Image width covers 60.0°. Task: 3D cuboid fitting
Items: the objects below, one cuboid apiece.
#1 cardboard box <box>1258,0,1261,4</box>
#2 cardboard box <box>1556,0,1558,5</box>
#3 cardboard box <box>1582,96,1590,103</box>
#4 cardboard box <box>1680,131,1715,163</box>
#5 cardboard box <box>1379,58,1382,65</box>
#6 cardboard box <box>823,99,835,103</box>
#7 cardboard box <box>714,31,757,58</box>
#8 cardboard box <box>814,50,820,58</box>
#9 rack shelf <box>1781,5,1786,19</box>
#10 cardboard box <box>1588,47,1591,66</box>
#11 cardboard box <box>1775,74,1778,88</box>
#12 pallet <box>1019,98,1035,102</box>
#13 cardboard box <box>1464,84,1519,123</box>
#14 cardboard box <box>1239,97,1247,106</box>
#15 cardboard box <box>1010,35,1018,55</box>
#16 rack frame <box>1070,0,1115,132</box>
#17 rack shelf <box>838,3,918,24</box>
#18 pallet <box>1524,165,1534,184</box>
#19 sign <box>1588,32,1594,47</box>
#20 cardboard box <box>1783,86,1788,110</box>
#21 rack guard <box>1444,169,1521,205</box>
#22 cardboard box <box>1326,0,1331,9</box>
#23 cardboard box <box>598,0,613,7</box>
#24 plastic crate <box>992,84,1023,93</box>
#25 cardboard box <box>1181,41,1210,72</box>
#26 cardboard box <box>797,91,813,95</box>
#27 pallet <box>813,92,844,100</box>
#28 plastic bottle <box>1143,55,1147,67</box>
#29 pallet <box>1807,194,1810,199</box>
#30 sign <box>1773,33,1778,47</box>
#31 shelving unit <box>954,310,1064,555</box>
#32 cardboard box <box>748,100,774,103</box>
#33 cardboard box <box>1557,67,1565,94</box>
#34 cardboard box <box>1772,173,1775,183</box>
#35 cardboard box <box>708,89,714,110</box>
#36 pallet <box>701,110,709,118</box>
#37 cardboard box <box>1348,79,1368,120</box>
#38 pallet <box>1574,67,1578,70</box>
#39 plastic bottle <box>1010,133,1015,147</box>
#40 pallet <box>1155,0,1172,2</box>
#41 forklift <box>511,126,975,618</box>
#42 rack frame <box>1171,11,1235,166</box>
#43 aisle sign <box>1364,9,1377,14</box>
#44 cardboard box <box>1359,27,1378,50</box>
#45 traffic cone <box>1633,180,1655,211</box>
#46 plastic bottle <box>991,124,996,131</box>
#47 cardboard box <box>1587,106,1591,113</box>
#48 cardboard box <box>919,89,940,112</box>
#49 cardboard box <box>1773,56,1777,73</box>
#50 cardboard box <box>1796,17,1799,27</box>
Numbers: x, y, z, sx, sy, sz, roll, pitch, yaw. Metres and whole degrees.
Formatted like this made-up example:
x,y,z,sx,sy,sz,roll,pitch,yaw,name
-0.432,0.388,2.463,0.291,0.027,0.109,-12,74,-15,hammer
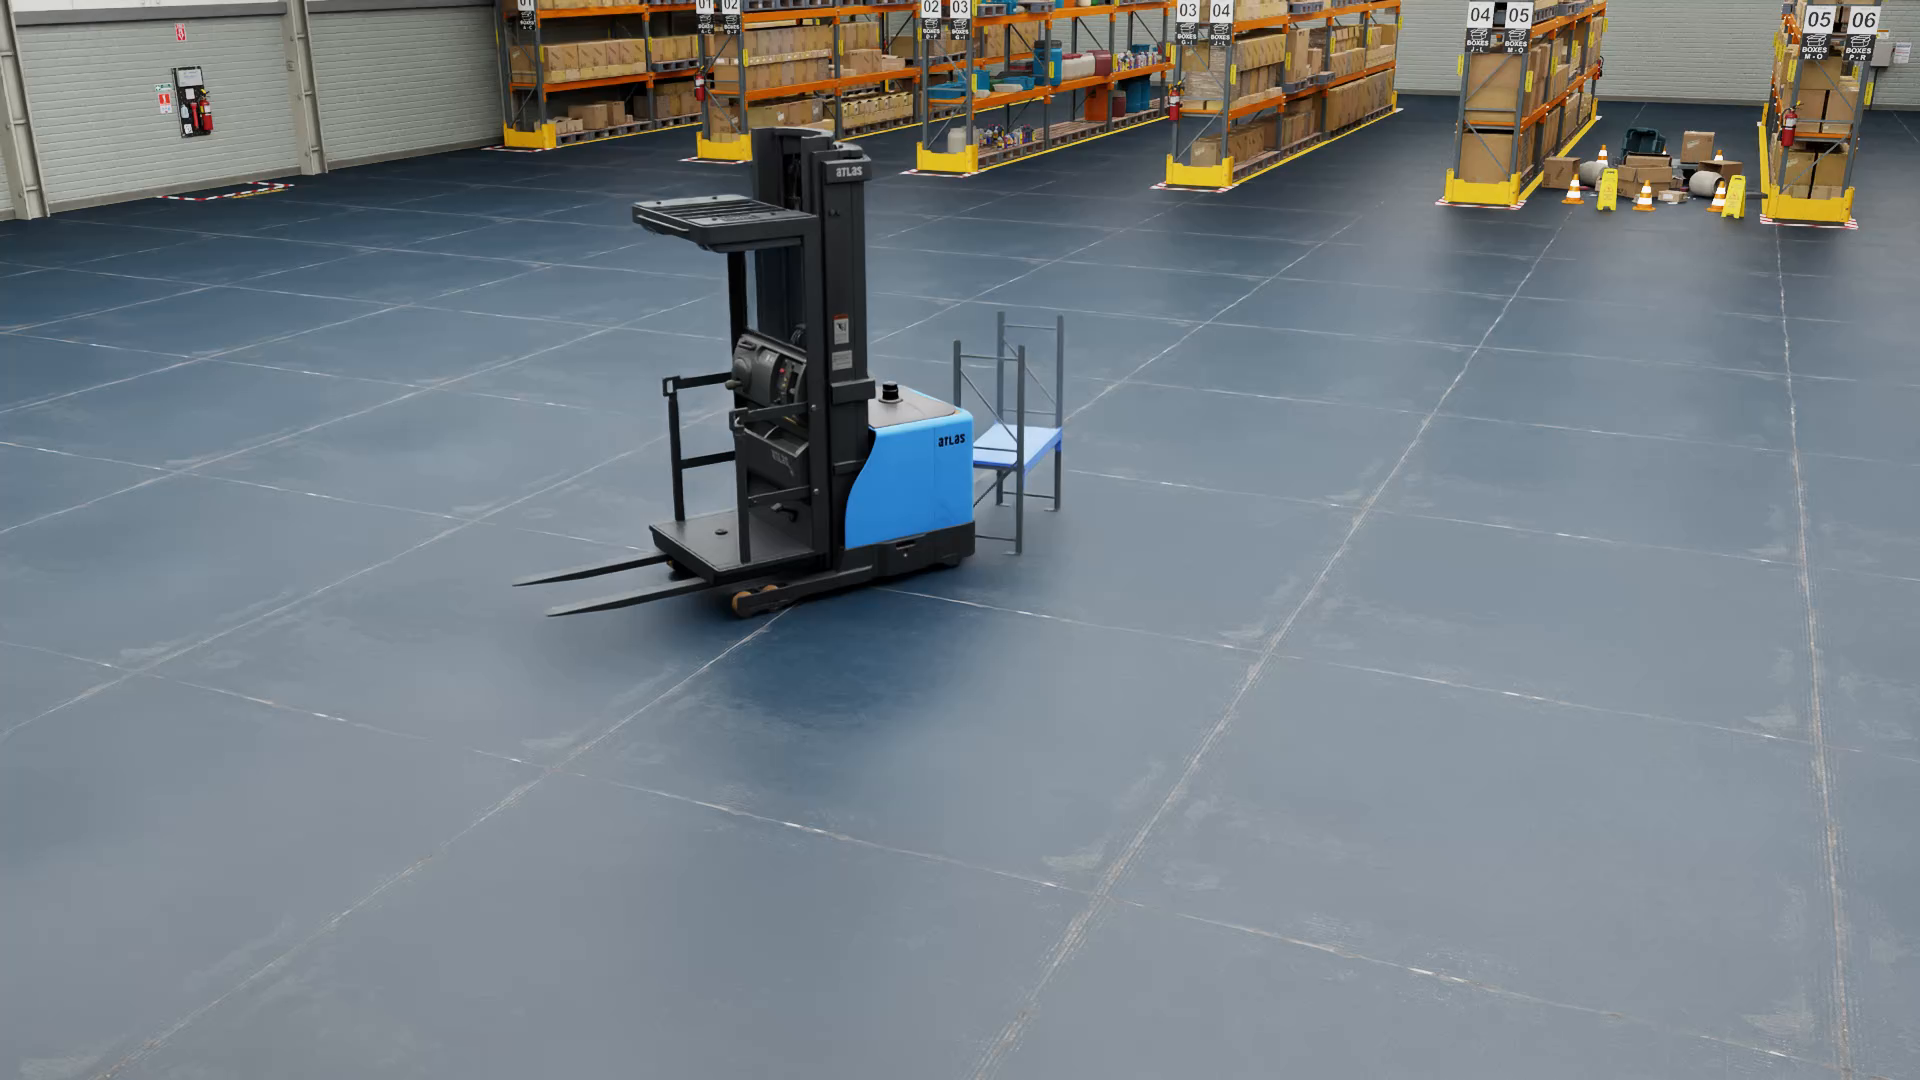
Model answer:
x,y,z,sx,sy,sz,roll,pitch,yaw,name
5.328,-9.962,30.655,0.380,0.149,0.250,8,21,21,cardboard box
10.549,-9.717,29.938,0.380,0.149,0.250,8,21,22,cardboard box
14.967,-10.614,40.076,0.380,0.149,0.250,9,22,25,cardboard box
13.328,-7.098,30.052,0.500,0.500,0.500,9,21,23,cardboard box
10.261,-11.893,41.308,0.380,0.149,0.250,8,21,21,cardboard box
-3.001,-9.894,37.953,0.500,0.311,0.500,9,22,24,cardboard box
-4.526,-9.997,33.518,0.700,0.500,0.500,9,21,23,cardboard box
-3.237,-10.489,35.869,0.380,0.149,0.250,8,21,21,cardboard box
19.059,-11.816,37.313,1.077,0.370,4.000,9,21,23,rack shelf
14.312,-11.235,38.489,0.500,0.500,0.500,9,21,23,cardboard box
17.171,-9.496,34.419,0.500,0.250,0.500,8,21,22,cardboard box
1.444,-12.492,46.779,1.003,0.211,1.213,9,21,23,pallet
8.880,-7.300,27.795,0.875,0.550,0.550,9,21,23,cardboard box
5.048,-8.060,30.531,0.380,0.149,0.250,9,21,23,cardboard box
1.241,-13.481,45.249,0.500,0.500,0.500,8,21,22,cardboard box
3.043,-10.946,38.272,1.000,3.000,0.127,9,21,23,rack frame
-2.294,-12.090,38.085,1.077,0.370,4.000,9,21,23,rack shelf
10.024,-6.797,30.766,1.003,0.211,1.213,9,21,23,pallet
14.191,-11.249,37.394,0.100,0.325,0.005,9,21,23,sign
14.128,-7.467,27.895,0.500,0.500,0.500,8,21,22,cardboard box
8.759,-5.925,27.882,1.175,0.500,0.348,9,21,23,rack guard
7.590,-11.431,35.381,0.500,0.250,0.500,9,21,23,cardboard box
-8.026,-12.037,36.683,0.500,0.500,0.500,8,21,21,cardboard box
0.971,-9.068,33.385,0.530,0.136,0.437,9,21,23,plastic crate
4.285,-8.682,29.819,0.500,0.500,0.500,9,21,23,cardboard box
-4.505,-12.497,45.214,0.750,0.750,0.750,9,21,23,cardboard box
-3.975,-12.436,46.624,1.003,0.211,1.213,9,21,23,pallet
4.458,-11.680,40.520,0.152,0.276,0.135,9,21,23,plastic bottle
13.722,-5.414,26.878,1.003,0.211,1.213,9,21,23,pallet
19.374,-11.876,39.475,0.100,0.325,0.005,9,21,23,sign
0.358,-0.791,11.955,0.538,1.500,1.048,6,21,17,shelving unit
-4.201,-9.103,35.445,0.500,0.500,0.500,9,21,23,cardboard box
11.695,-9.123,32.995,0.500,0.500,0.500,8,21,22,cardboard box
13.840,-5.966,27.744,0.500,0.250,0.500,8,21,21,cardboard box
-6.560,-10.967,41.403,0.700,0.500,0.500,9,21,23,cardboard box
-6.317,-10.753,41.891,1.003,0.211,1.213,9,21,23,pallet
8.955,-10.488,39.527,1.225,0.875,0.875,9,21,23,cardboard box
13.237,-10.474,37.230,1.003,0.211,1.213,9,21,23,pallet
1.058,-8.132,33.772,0.097,0.271,0.097,0,20,0,plastic bottle
4.449,-13.241,40.528,1.213,0.211,1.003,9,21,23,pallet
-1.406,-1.088,10.654,3.031,2.935,1.130,-12,23,-31,forklift
4.285,-7.821,29.485,1.000,3.000,0.127,9,21,23,rack frame
10.593,-14.000,42.980,0.394,0.787,0.004,9,21,23,aisle sign
9.837,-12.173,40.383,0.500,0.500,0.500,9,21,23,cardboard box
11.174,-5.623,27.090,0.336,0.463,0.334,9,21,23,traffic cone
0.696,-8.493,34.670,0.144,0.351,0.185,9,22,24,plastic bottle
15.283,-10.574,40.852,0.380,0.149,0.250,9,22,24,cardboard box
-0.818,-10.918,41.265,0.500,0.500,0.500,8,21,21,cardboard box
19.013,-10.981,38.220,0.500,0.500,0.500,8,21,22,cardboard box
14.005,-8.536,27.391,0.380,0.149,0.250,8,21,22,cardboard box
